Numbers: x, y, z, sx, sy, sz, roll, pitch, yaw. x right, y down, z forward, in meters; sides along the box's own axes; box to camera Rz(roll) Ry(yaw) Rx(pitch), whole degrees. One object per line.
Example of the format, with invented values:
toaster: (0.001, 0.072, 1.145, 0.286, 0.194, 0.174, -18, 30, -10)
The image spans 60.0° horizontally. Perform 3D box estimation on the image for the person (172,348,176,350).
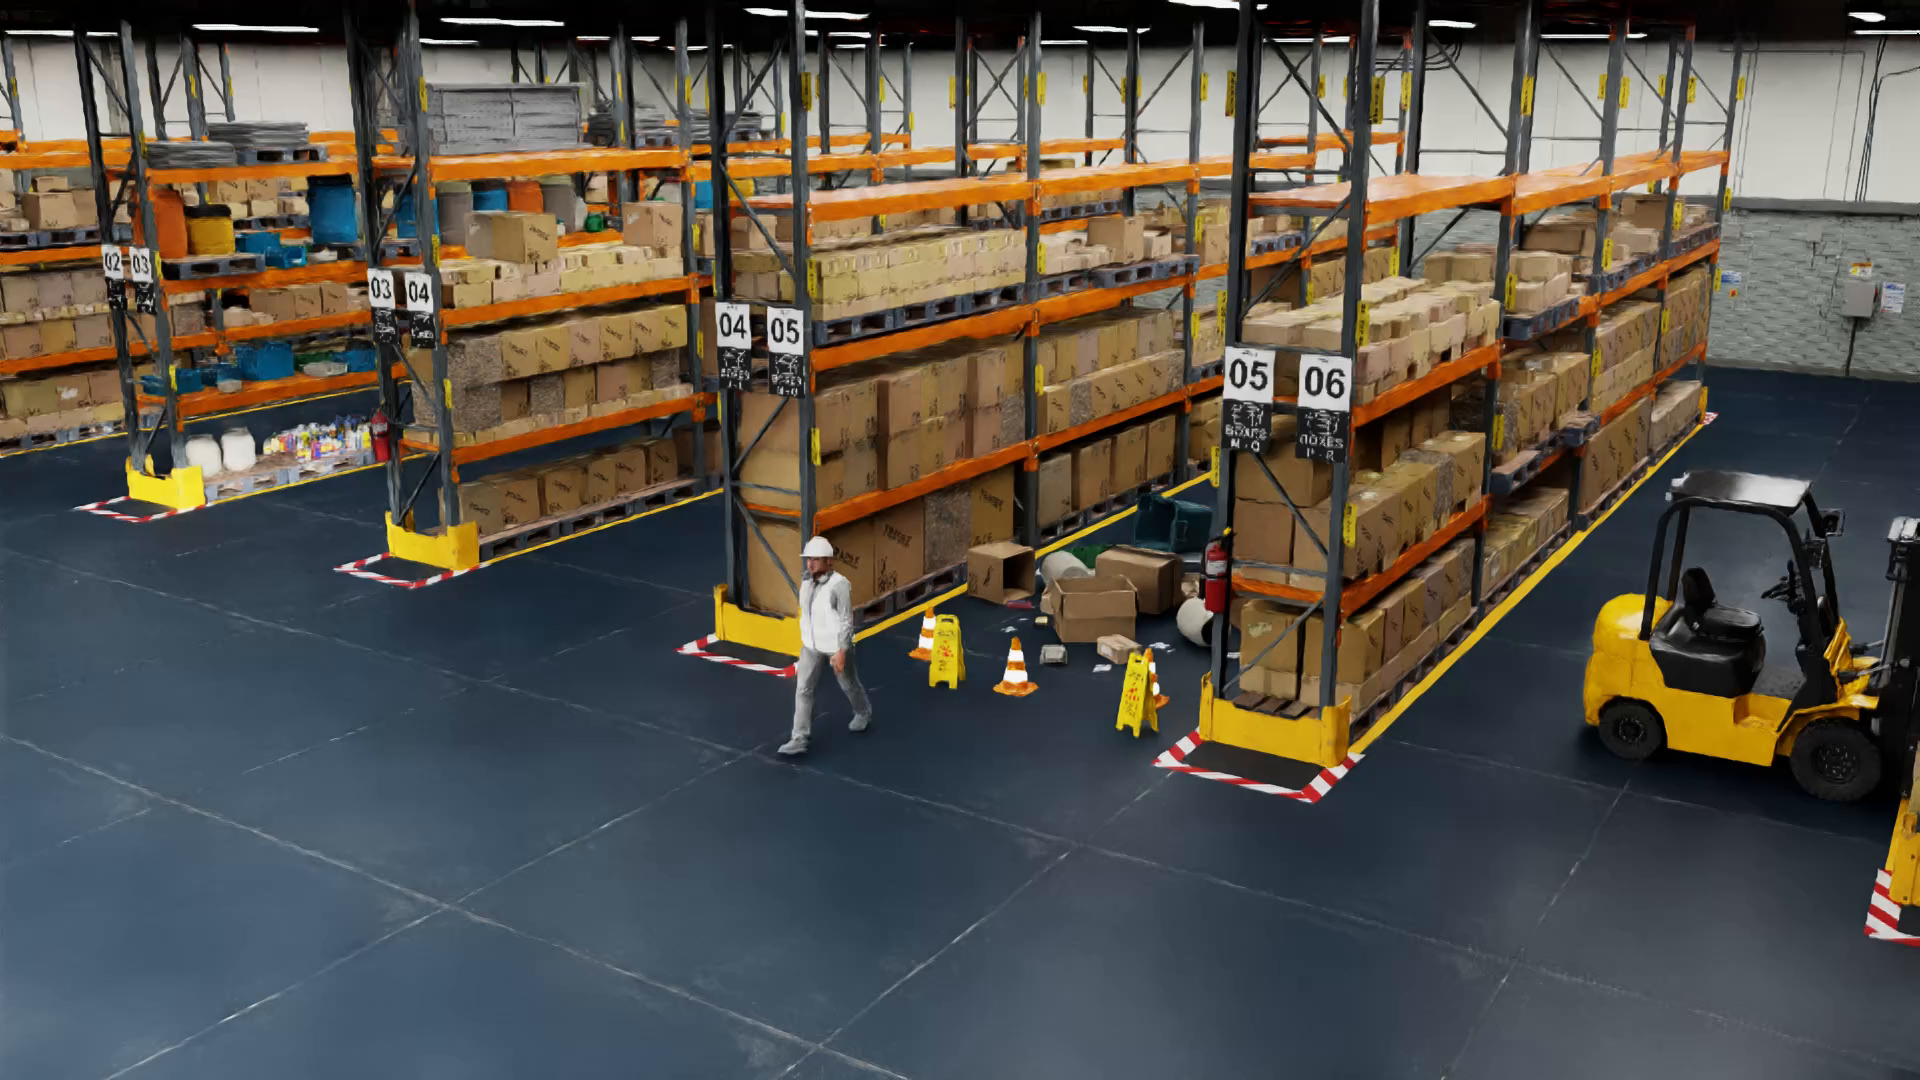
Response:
person: (-14.000, -3.712, 29.371, 0.700, 1.690, 0.863, 4, 16, 15)

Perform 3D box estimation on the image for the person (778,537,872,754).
person: (-1.044, 0.803, 13.125, 0.555, 1.725, 1.029, 9, 18, 30)

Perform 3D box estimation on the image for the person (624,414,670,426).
person: (-4.843, -2.533, 25.442, 0.415, 1.517, 1.042, 9, 18, 29)
